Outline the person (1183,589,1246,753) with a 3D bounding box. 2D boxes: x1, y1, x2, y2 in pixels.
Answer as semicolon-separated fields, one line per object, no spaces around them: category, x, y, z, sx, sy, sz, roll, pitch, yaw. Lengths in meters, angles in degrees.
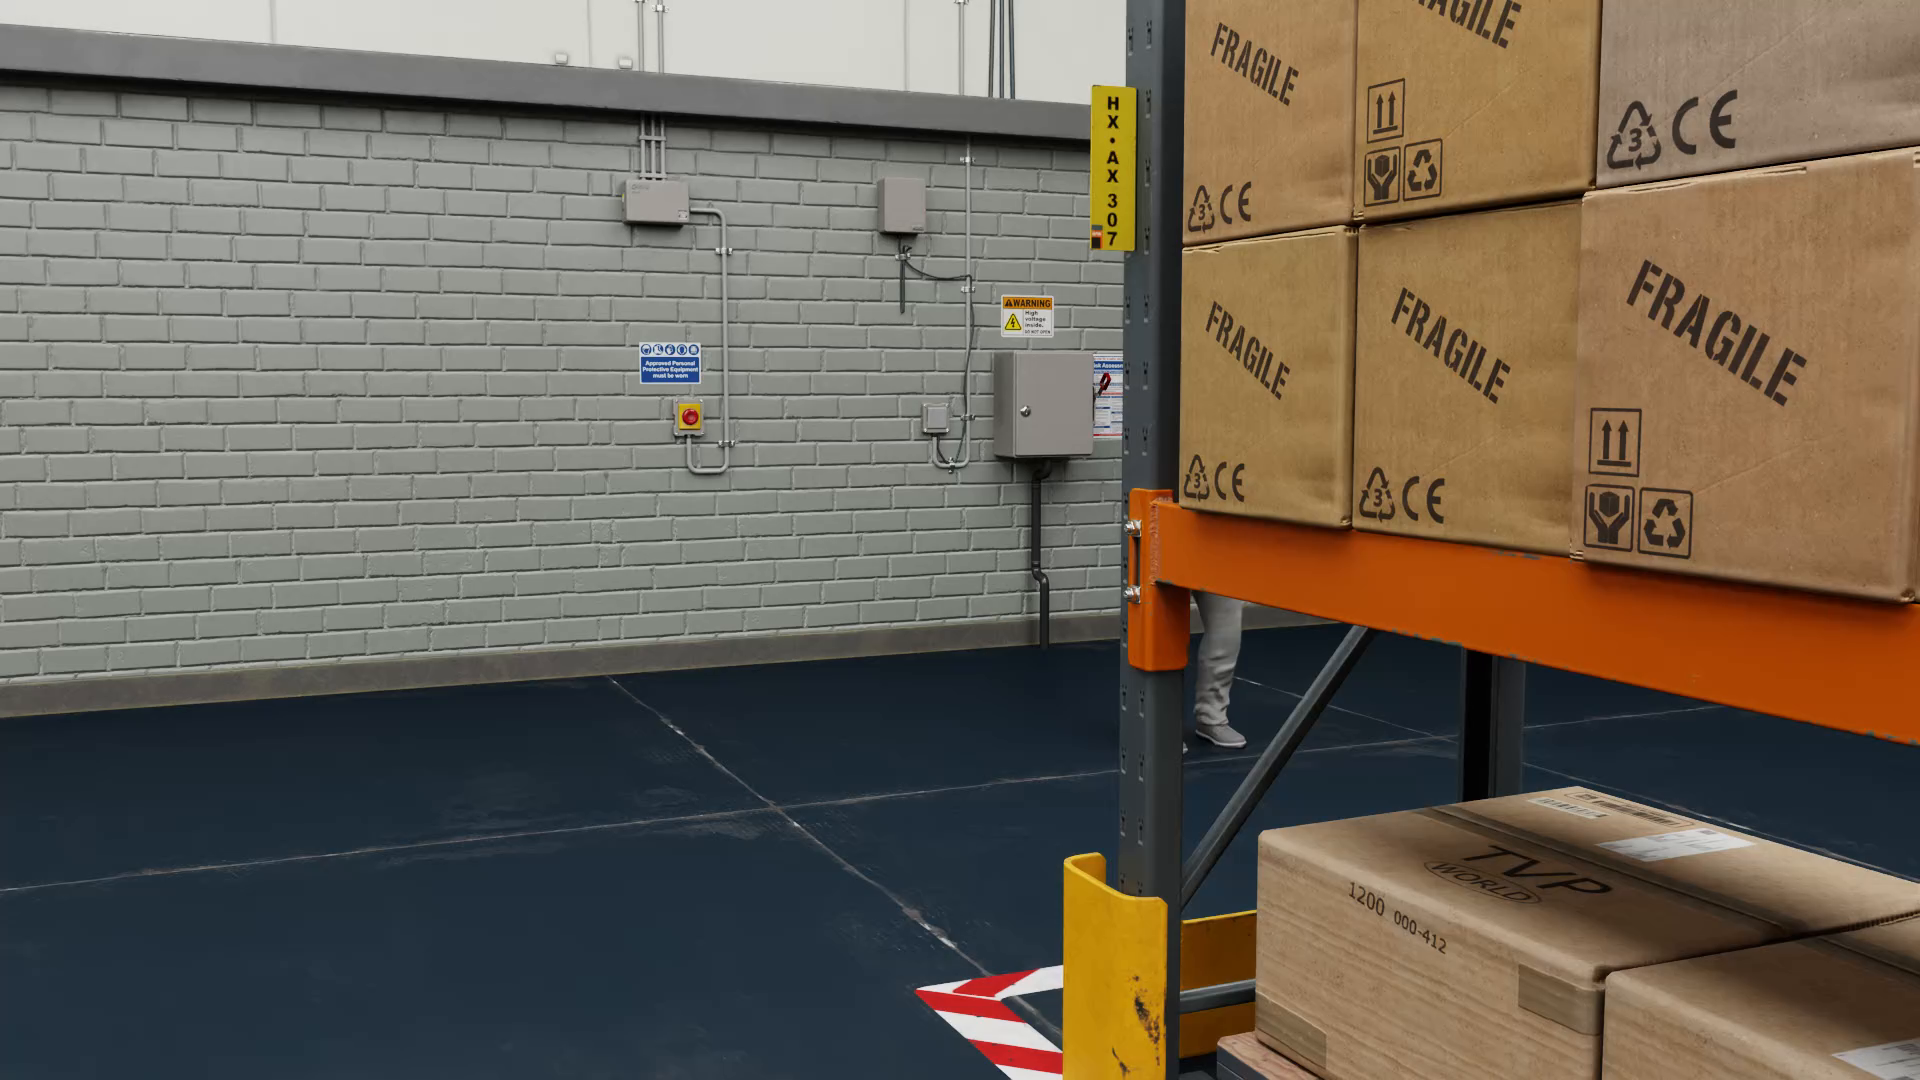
person;1.014;0.056;6.973;0.455;1.658;0.535;-2;6;-23
